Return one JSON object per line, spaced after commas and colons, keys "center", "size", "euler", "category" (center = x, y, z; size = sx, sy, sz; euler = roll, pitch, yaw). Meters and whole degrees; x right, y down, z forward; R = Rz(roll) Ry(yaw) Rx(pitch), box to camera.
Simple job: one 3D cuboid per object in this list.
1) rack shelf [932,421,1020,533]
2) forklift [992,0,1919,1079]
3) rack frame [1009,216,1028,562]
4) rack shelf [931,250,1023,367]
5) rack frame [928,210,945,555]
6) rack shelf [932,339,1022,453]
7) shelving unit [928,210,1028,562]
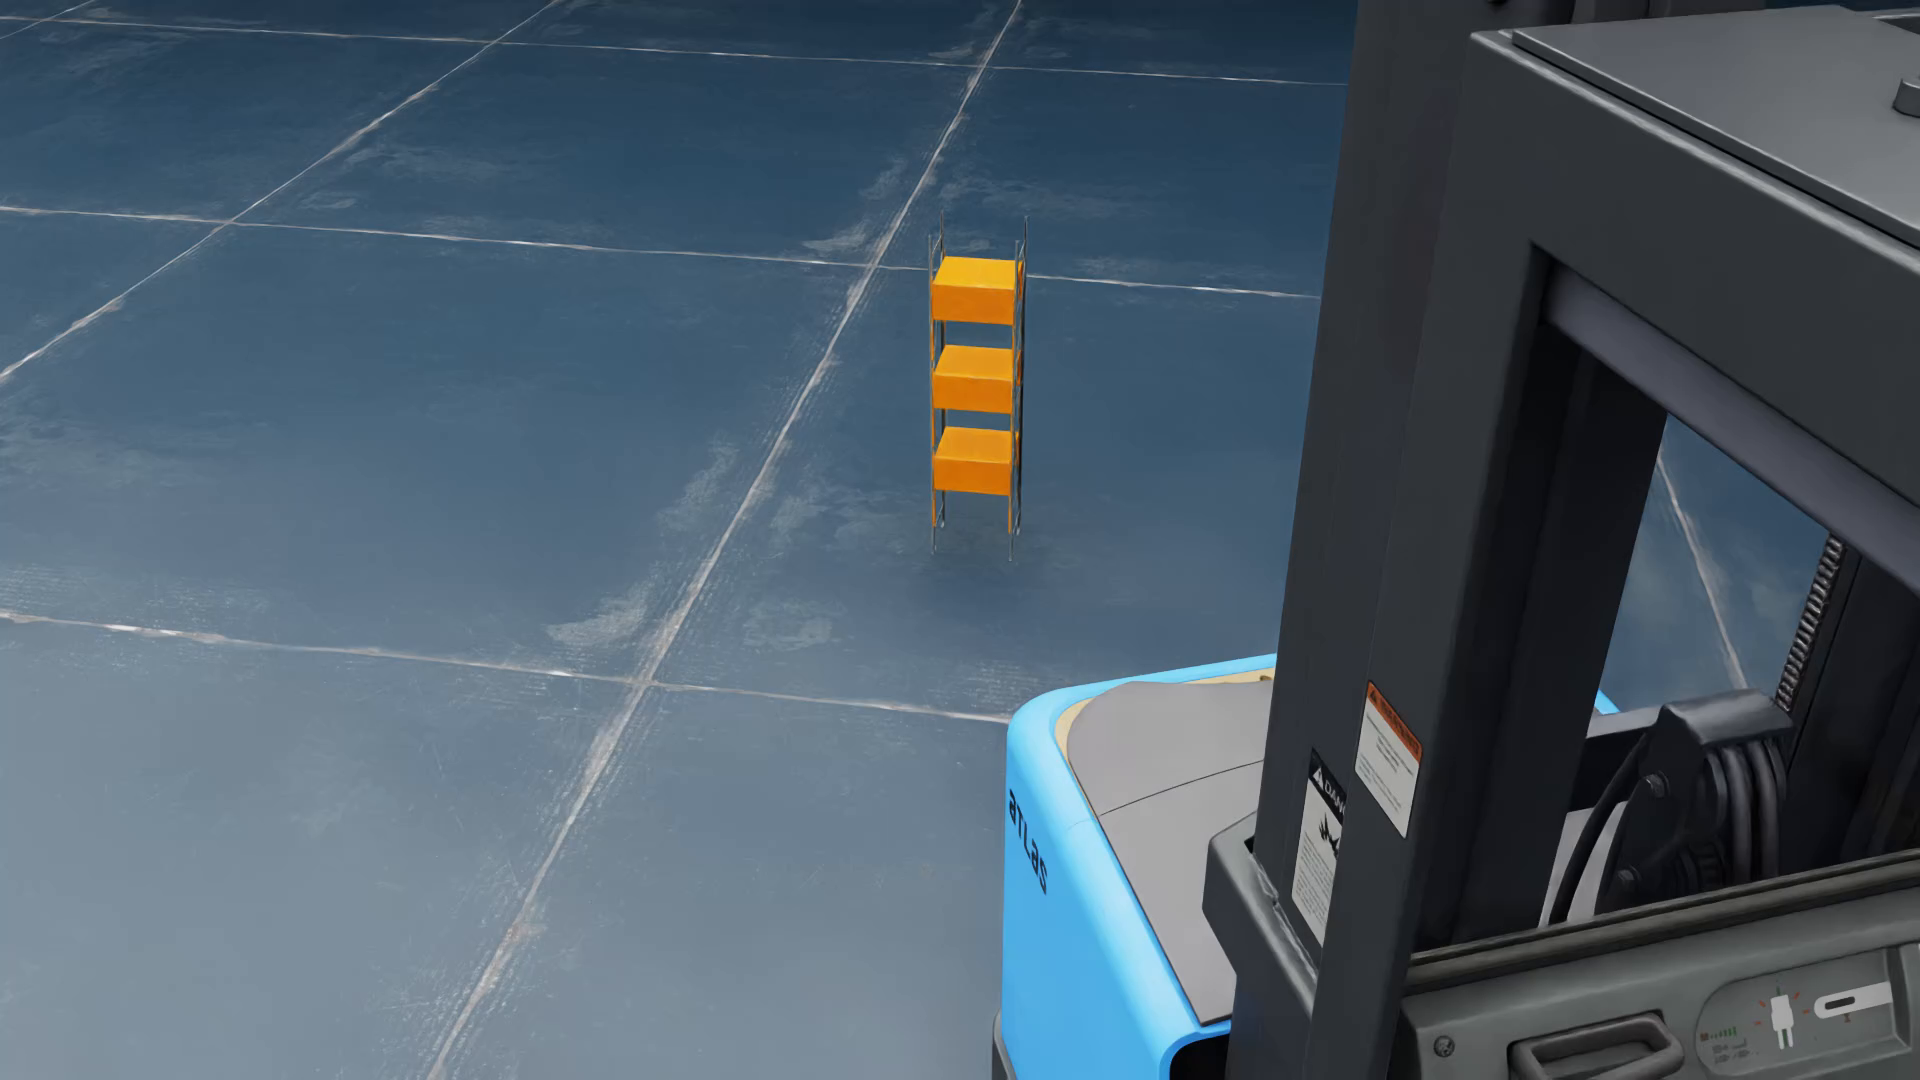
{"center": [0.053, -0.196, 5.117], "size": [0.240, 0.259, 0.215], "euler": [5, 32, 8], "category": "rack shelf"}
{"center": [0.936, 0.619, 1.499], "size": [1.130, 2.935, 3.031], "euler": [-8, 33, -13], "category": "forklift"}
{"center": [0.173, -0.429, 4.946], "size": [0.008, 1.050, 0.200], "euler": [5, 32, 8], "category": "rack frame"}
{"center": [0.053, -0.672, 4.819], "size": [0.240, 0.259, 0.215], "euler": [5, 32, 8], "category": "rack shelf"}
{"center": [-0.068, -0.451, 4.981], "size": [0.008, 1.050, 0.200], "euler": [5, 32, 8], "category": "rack frame"}
{"center": [0.053, -0.431, 4.969], "size": [0.240, 0.259, 0.215], "euler": [5, 32, 8], "category": "rack shelf"}
{"center": [0.053, -0.440, 4.964], "size": [0.252, 1.050, 0.215], "euler": [5, 32, 8], "category": "shelving unit"}
